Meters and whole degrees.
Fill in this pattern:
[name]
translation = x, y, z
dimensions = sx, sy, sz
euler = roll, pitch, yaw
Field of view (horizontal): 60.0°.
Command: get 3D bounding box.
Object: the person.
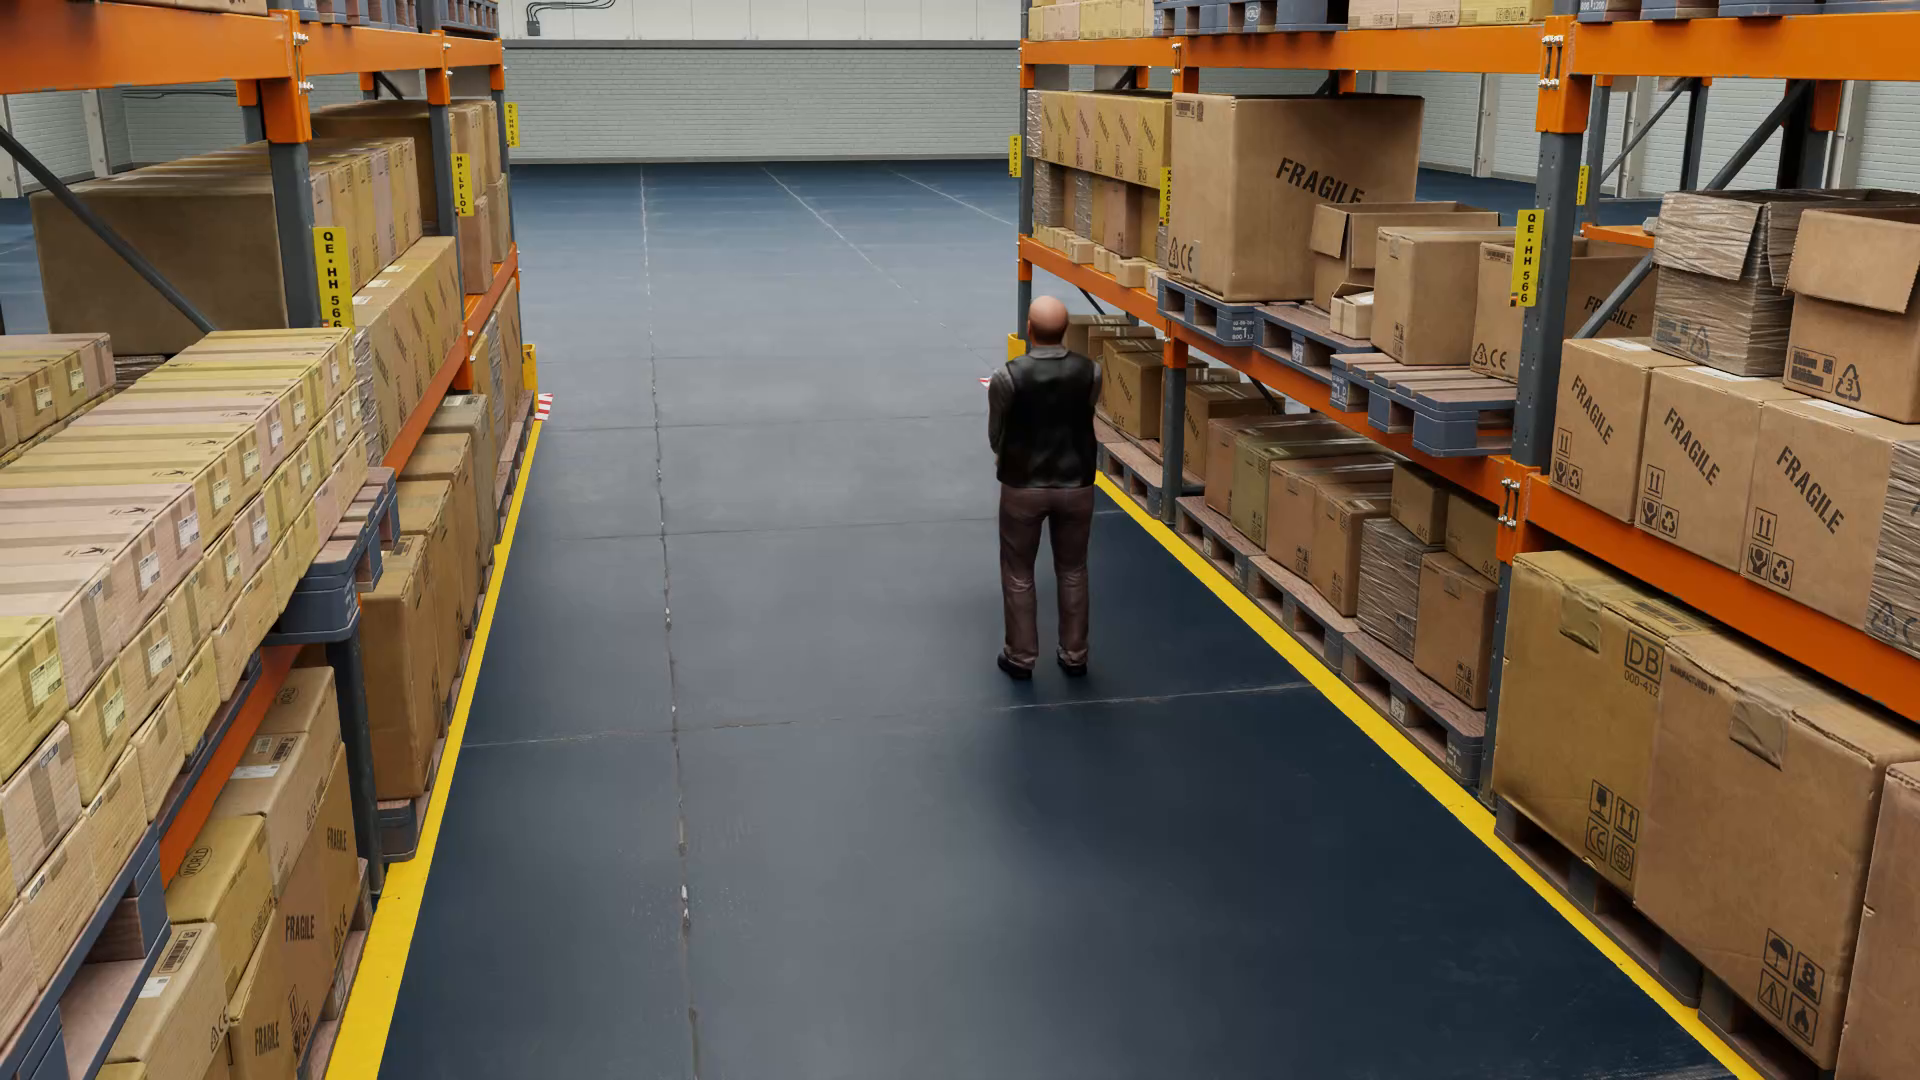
[person]
translation = 0.352, -0.250, 7.441
dimensions = 0.502, 1.720, 0.552
euler = -3, 17, -11
